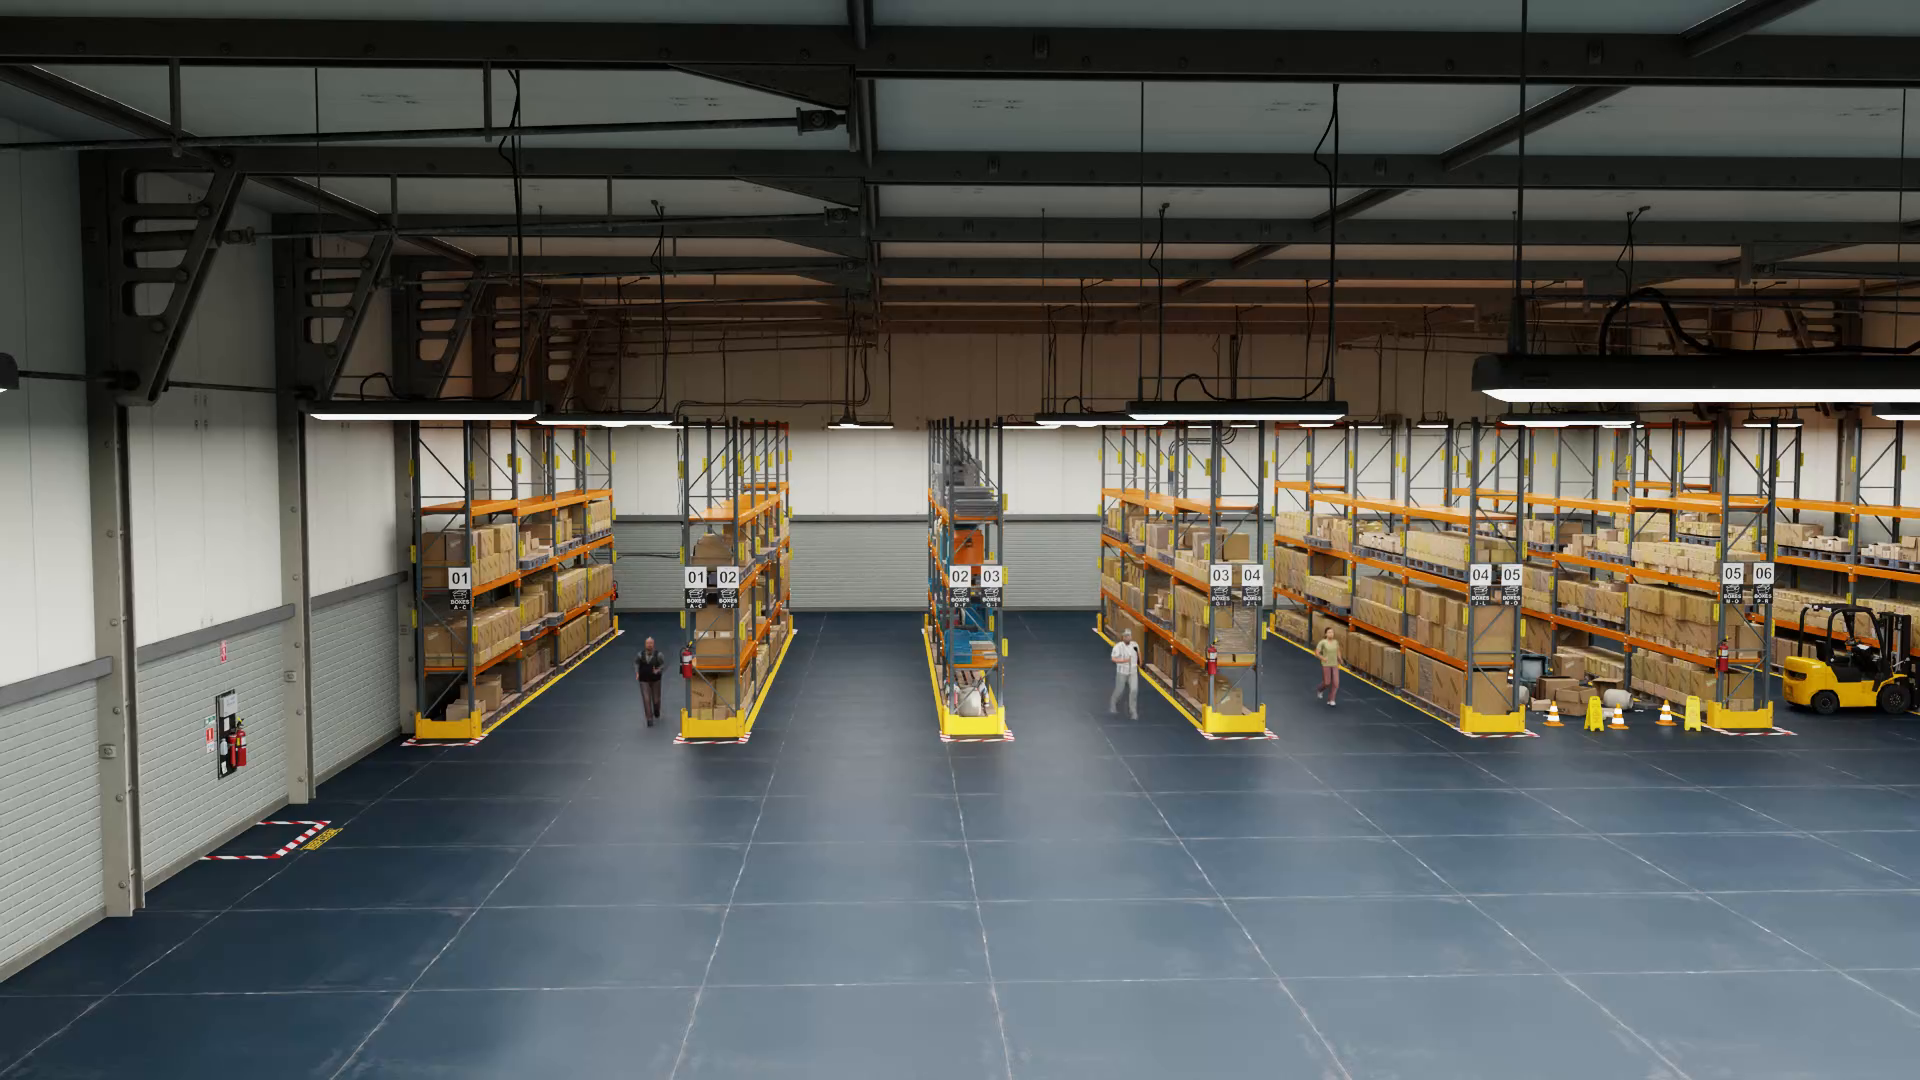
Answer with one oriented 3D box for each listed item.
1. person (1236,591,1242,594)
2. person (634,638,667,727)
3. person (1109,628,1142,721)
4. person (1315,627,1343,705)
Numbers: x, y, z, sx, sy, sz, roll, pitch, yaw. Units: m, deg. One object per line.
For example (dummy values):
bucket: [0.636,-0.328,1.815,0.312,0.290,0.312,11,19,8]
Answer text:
person: [8.081,1.711,48.500,0.558,1.683,0.924,-3,5,-39]
person: [-6.036,2.757,32.422,0.660,1.694,0.782,0,4,-5]
person: [3.331,2.661,33.355,0.671,1.825,0.964,-1,4,-12]
person: [7.744,2.633,34.895,0.581,1.619,0.641,-1,4,-13]
